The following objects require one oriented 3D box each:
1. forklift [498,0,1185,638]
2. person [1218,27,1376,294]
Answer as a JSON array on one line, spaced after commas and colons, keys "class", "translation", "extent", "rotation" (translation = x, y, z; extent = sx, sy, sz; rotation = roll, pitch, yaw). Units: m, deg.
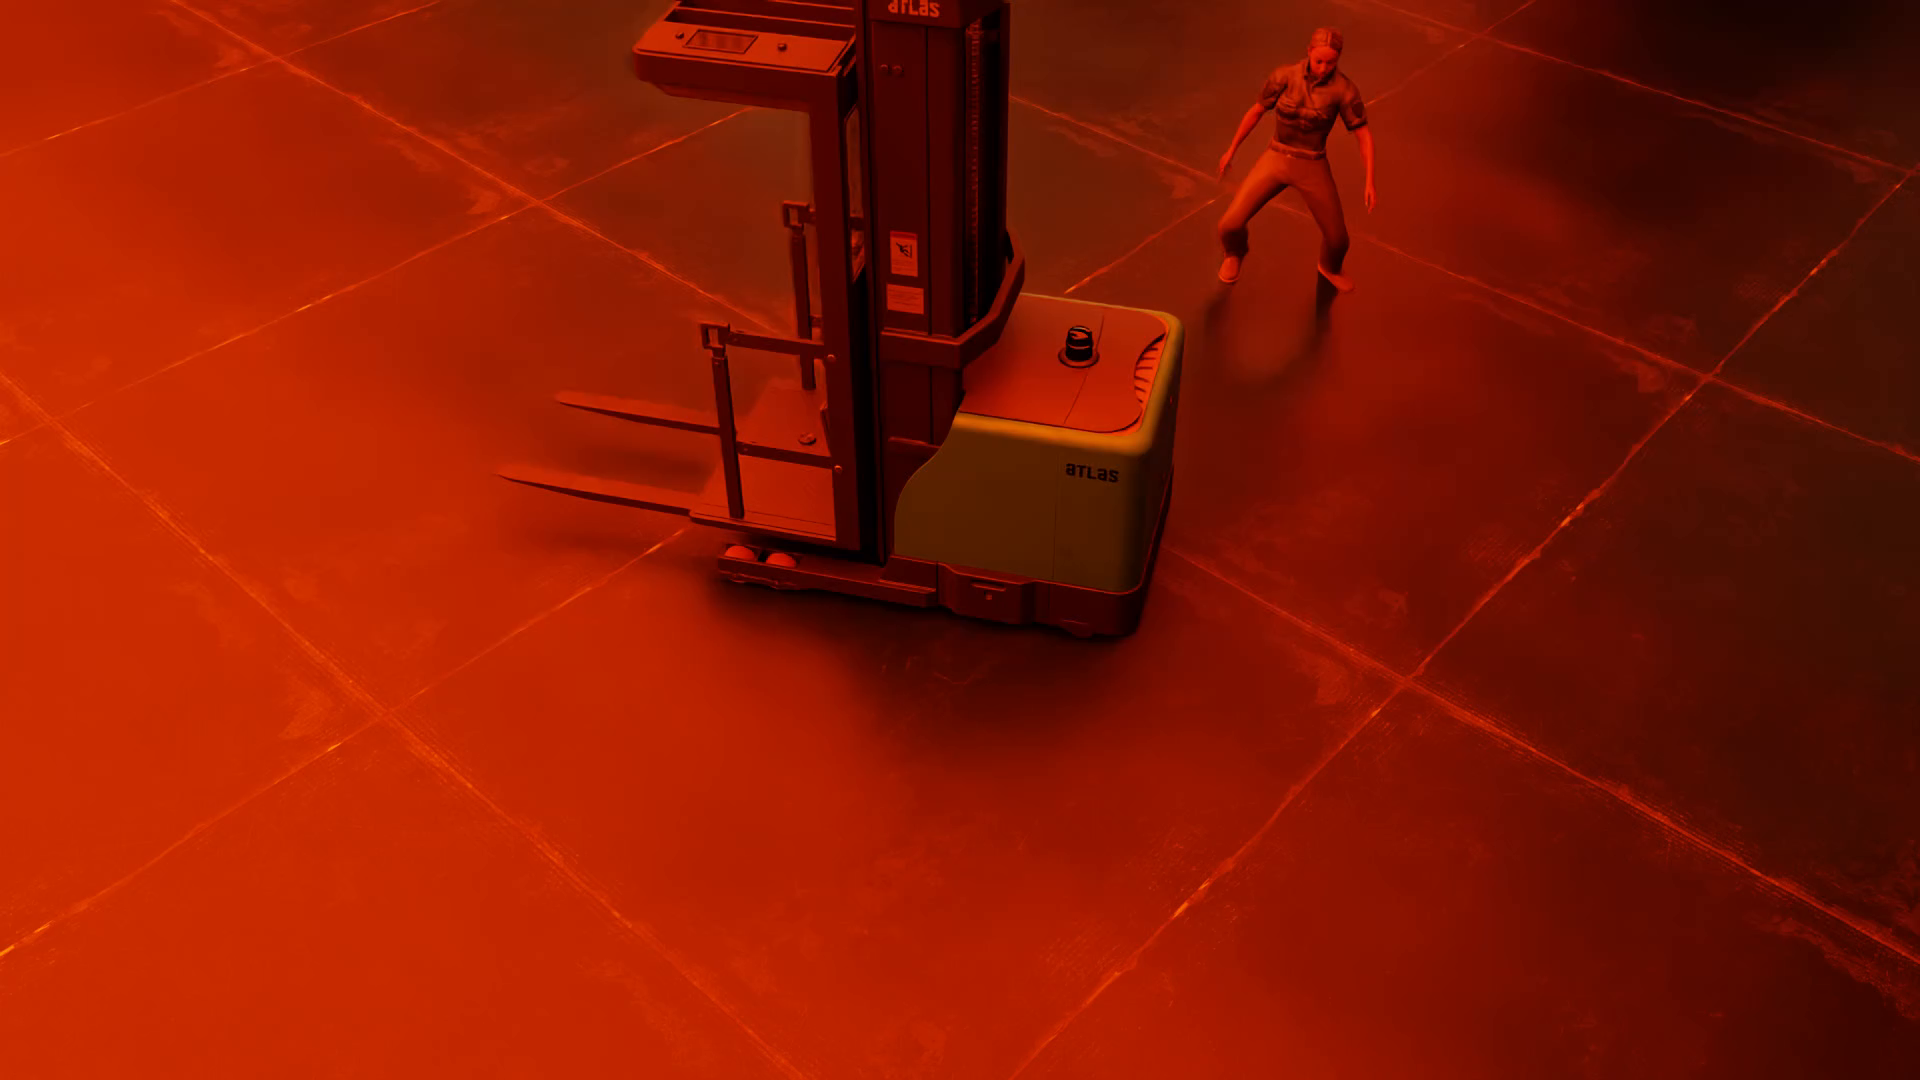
[{"class": "forklift", "translation": [-0.591, -1.212, 6.841], "extent": [3.031, 2.935, 1.130], "rotation": [10, 42, 11]}, {"class": "person", "translation": [1.811, -1.982, 8.830], "extent": [0.863, 1.549, 0.614], "rotation": [14, 43, 16]}]
